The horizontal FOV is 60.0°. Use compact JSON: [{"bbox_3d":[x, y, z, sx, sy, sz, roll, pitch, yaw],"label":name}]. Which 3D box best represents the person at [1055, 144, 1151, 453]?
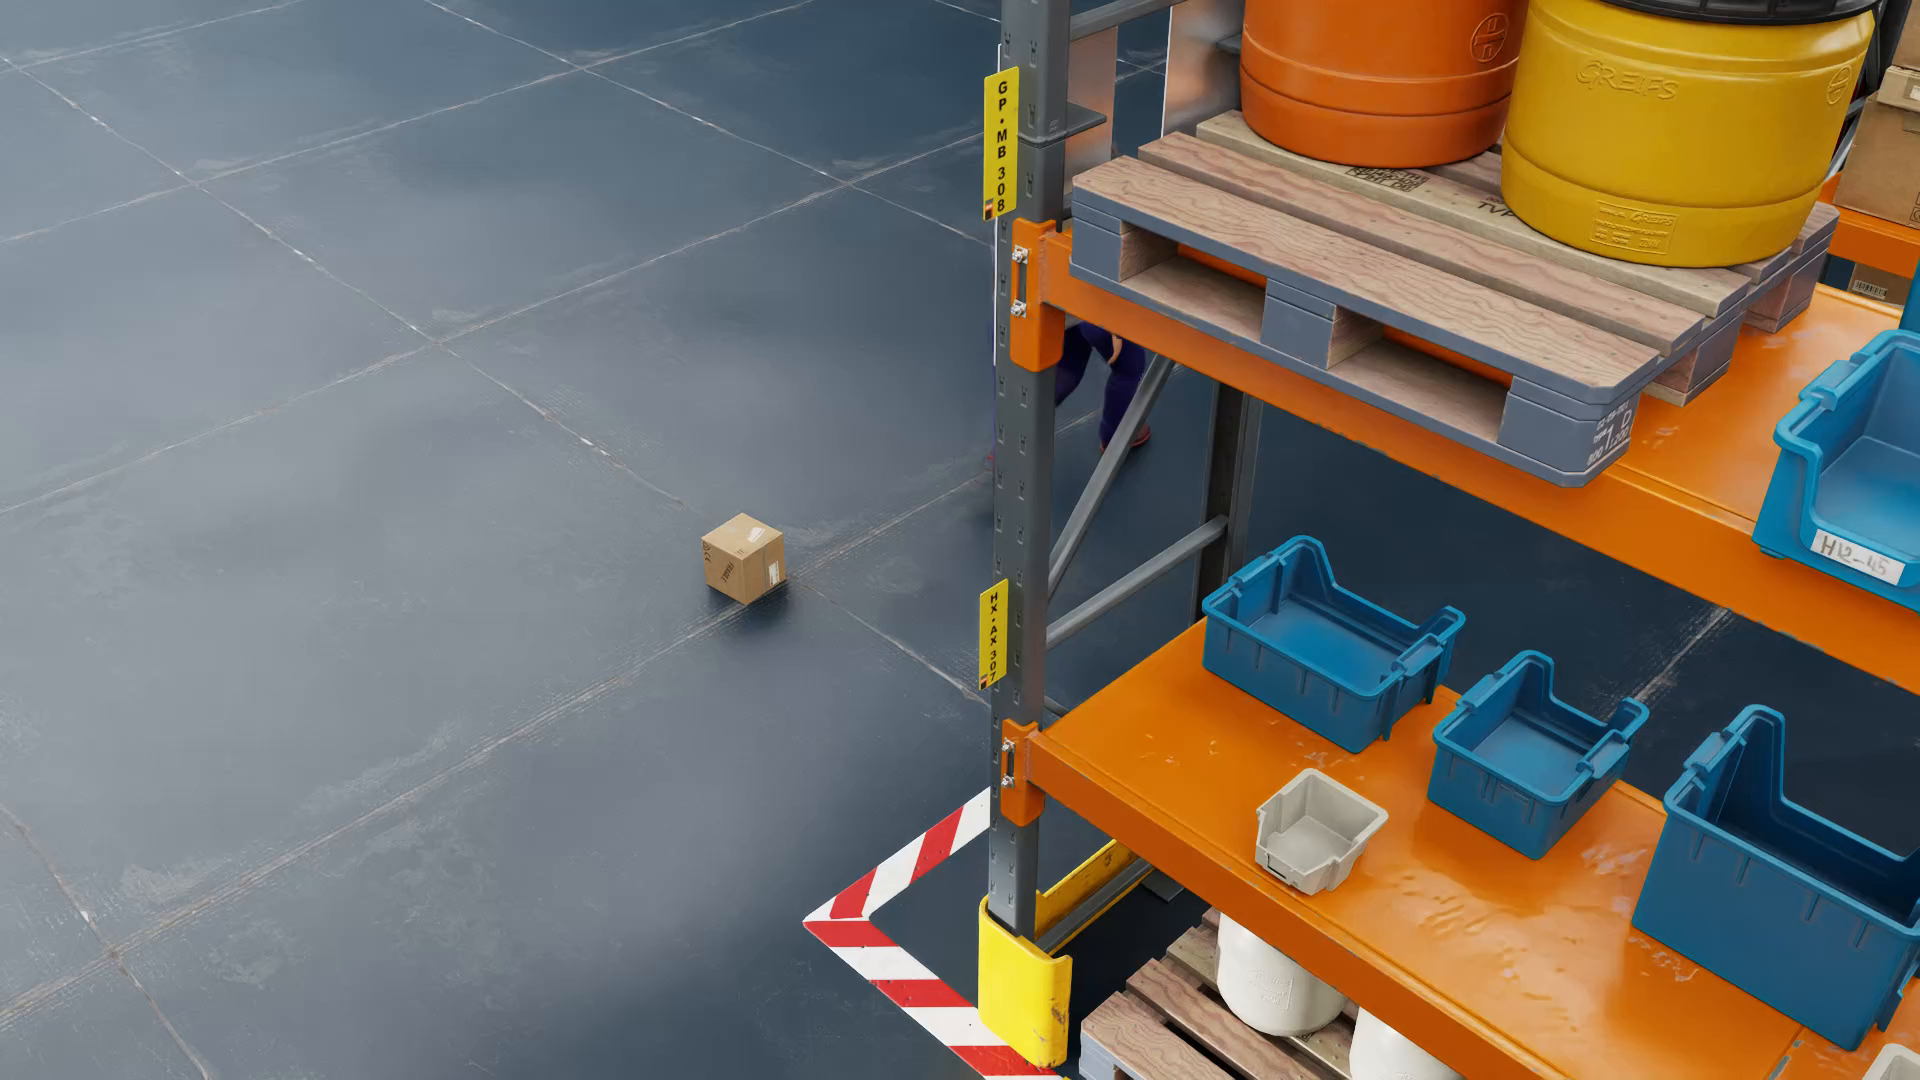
[{"bbox_3d":[0.580,-1.043,7.610,0.837,1.593,0.492,-29,45,-34],"label":"person"}]
